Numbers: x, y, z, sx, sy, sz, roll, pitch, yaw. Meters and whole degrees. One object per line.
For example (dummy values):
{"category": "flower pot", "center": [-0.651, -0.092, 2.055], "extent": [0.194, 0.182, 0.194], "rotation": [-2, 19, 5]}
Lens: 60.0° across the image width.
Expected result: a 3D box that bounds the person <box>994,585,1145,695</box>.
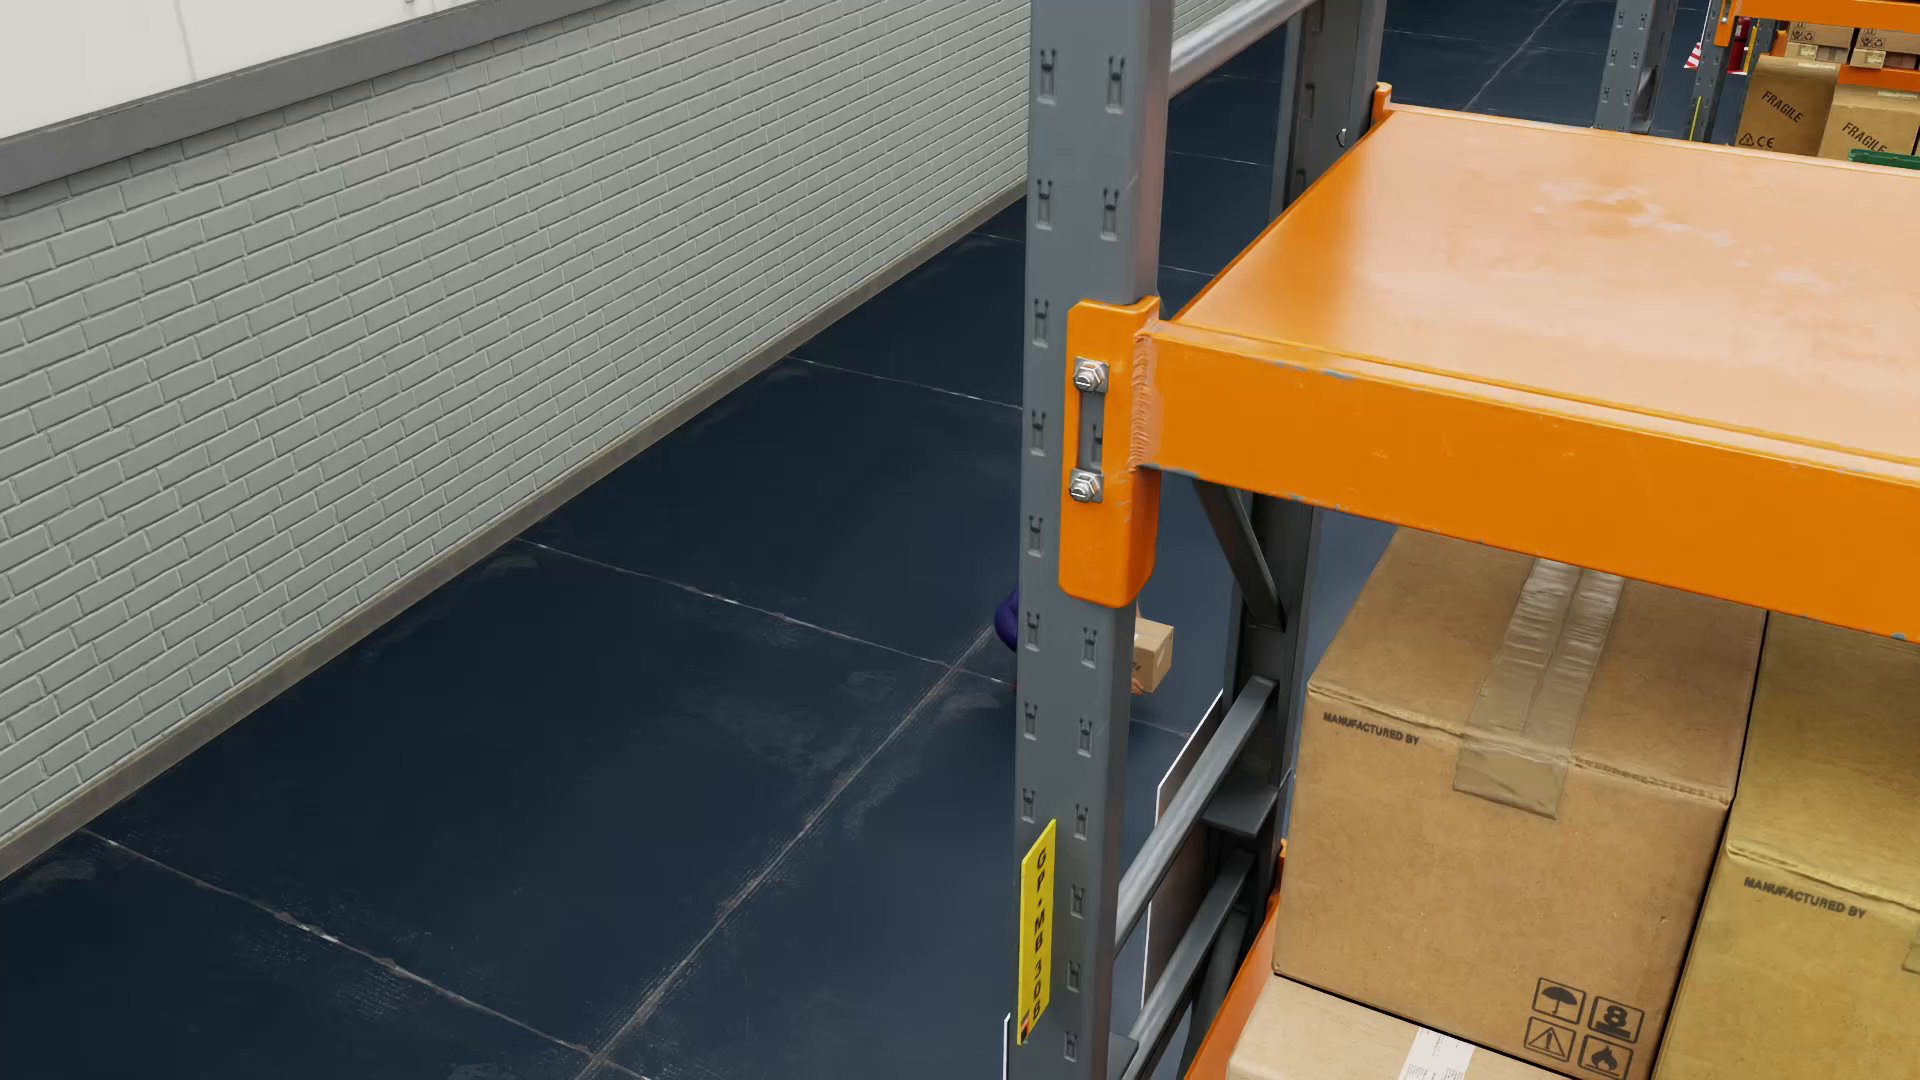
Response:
{"category": "person", "center": [0.601, 0.384, 8.385], "extent": [0.827, 0.910, 0.536], "rotation": [15, 33, 23]}
